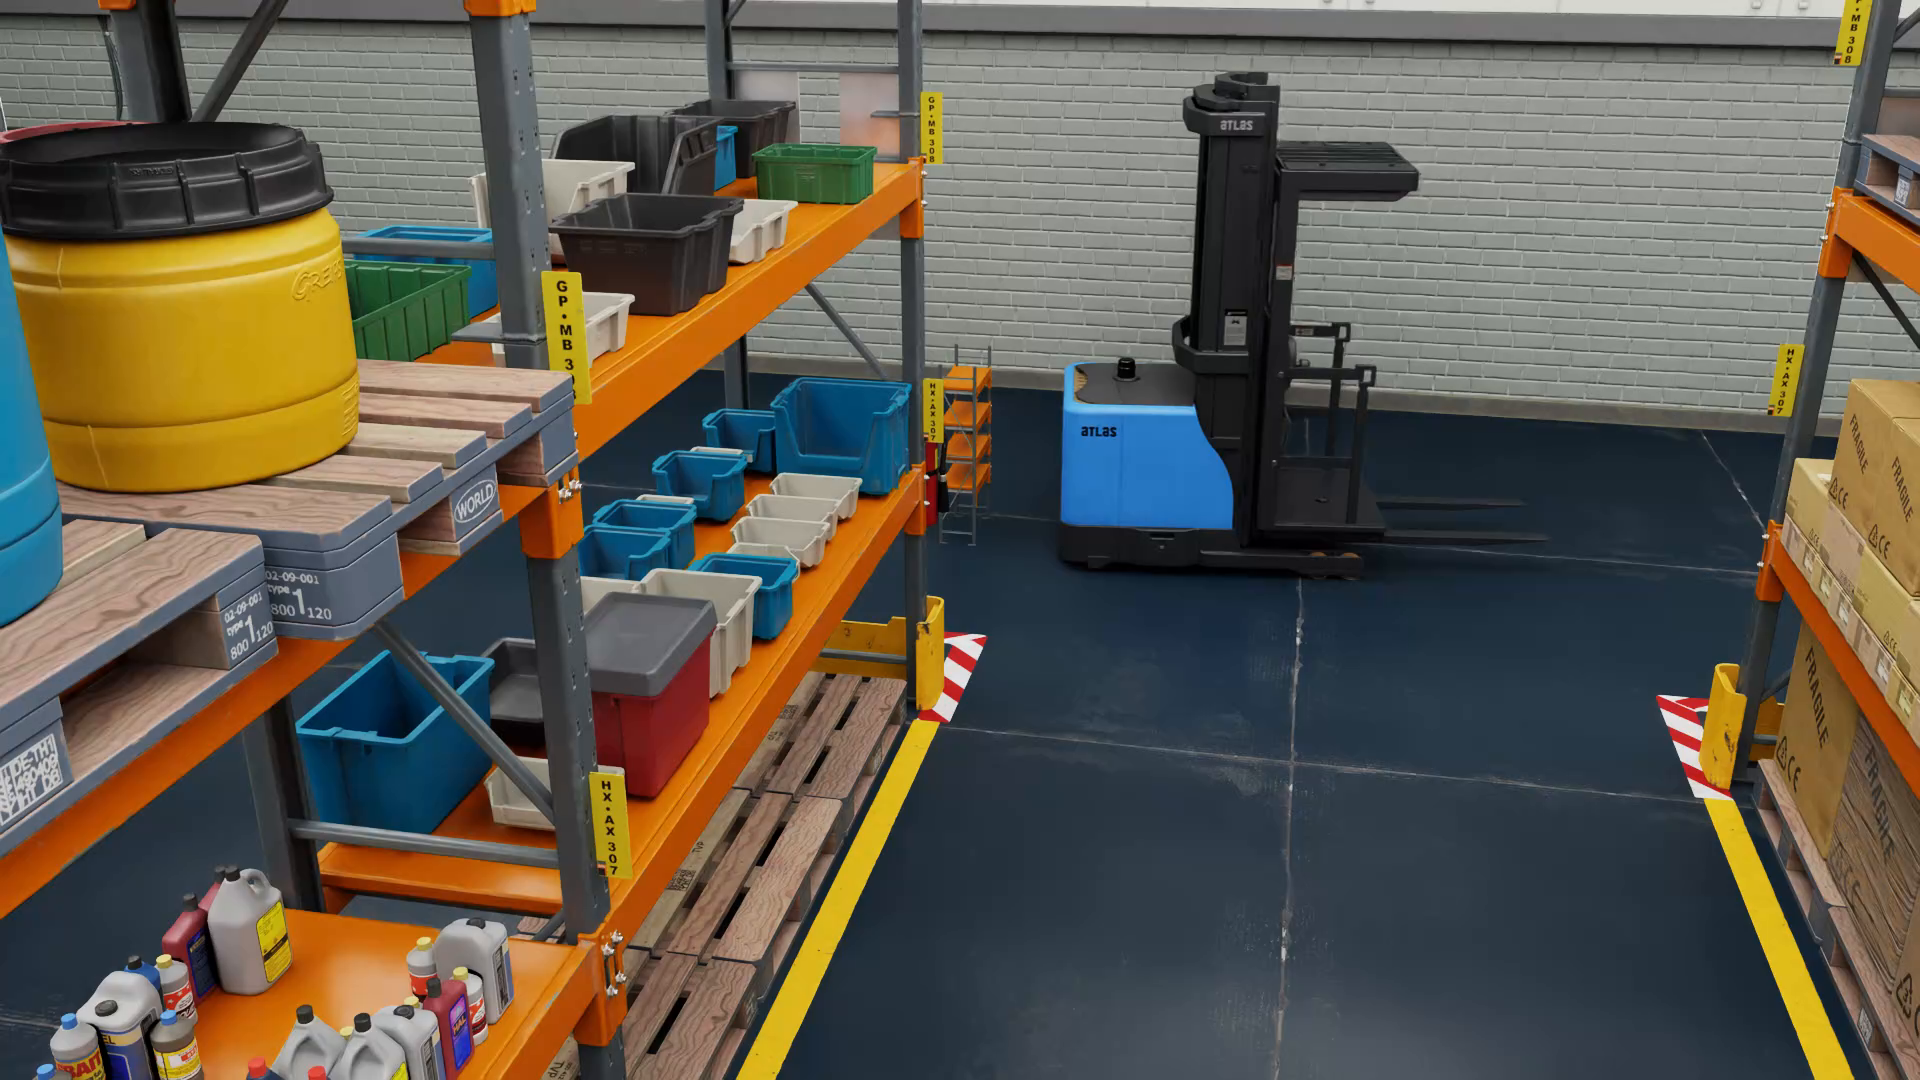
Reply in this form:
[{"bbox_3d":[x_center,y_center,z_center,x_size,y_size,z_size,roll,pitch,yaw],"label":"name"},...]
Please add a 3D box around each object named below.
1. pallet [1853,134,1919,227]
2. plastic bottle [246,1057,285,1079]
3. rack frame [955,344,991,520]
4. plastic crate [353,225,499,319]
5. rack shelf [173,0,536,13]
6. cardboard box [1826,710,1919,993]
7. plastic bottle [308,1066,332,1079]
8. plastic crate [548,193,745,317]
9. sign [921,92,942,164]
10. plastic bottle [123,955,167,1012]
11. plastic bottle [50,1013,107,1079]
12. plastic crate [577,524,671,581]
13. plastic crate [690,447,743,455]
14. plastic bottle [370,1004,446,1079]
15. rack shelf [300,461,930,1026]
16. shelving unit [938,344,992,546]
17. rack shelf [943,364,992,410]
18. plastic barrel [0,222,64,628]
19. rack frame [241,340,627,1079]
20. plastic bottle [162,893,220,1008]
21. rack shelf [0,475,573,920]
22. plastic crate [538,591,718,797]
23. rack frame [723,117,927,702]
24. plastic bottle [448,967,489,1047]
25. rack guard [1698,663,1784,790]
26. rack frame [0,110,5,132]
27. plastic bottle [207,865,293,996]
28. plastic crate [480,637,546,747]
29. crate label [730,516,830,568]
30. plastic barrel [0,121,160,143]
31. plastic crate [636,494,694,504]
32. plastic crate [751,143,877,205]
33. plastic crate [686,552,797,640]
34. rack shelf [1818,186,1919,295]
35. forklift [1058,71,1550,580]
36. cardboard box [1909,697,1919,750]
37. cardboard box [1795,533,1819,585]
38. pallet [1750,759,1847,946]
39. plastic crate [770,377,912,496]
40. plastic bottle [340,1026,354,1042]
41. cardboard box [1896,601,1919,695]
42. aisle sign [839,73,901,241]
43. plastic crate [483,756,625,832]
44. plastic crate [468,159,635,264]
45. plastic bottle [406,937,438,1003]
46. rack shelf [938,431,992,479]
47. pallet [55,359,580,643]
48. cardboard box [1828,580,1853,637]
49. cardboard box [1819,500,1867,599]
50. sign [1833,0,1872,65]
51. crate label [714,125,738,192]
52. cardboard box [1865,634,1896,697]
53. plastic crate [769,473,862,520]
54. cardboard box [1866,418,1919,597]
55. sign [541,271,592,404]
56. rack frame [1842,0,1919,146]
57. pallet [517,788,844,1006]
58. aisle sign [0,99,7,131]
[{"bbox_3d":[4.035,-1.298,6.164,1.003,0.211,1.213,4,22,11],"label":"pallet"},{"bbox_3d":[-1.535,1.306,3.661,0.144,0.351,0.185,4,22,11],"label":"plastic bottle"},{"bbox_3d":[0.084,-0.706,11.001,0.240,1.200,0.015,4,22,11],"label":"rack frame"},{"bbox_3d":[-1.616,-0.805,5.047,0.416,0.233,0.300,4,22,11],"label":"plastic crate"},{"bbox_3d":[-1.081,-2.129,5.593,1.077,0.370,4.000,4,22,11],"label":"rack shelf"},{"bbox_3d":[3.938,1.144,6.279,0.875,0.875,0.875,4,22,11],"label":"cardboard box"},{"bbox_3d":[-1.394,1.317,3.633,0.144,0.351,0.185,4,22,11],"label":"plastic bottle"},{"bbox_3d":[-0.967,-0.898,5.229,0.497,0.269,0.590,4,22,11],"label":"plastic crate"},{"bbox_3d":[-0.131,-1.904,7.691,0.100,0.325,0.005,4,22,11],"label":"sign"},{"bbox_3d":[-2.034,1.155,4.143,0.097,0.271,0.097,0,22,0],"label":"plastic bottle"},{"bbox_3d":[-2.082,1.240,3.932,0.097,0.271,0.097,0,22,0],"label":"plastic bottle"},{"bbox_3d":[-1.375,0.109,6.711,0.416,0.233,0.300,4,22,11],"label":"plastic crate"},{"bbox_3d":[-1.192,-0.326,7.921,0.250,0.136,0.298,4,22,11],"label":"plastic crate"},{"bbox_3d":[-1.328,1.226,3.961,0.152,0.276,0.135,4,22,11],"label":"plastic bottle"},{"bbox_3d":[-1.081,0.468,6.639,1.077,0.370,4.000,4,22,11],"label":"rack shelf"},{"bbox_3d":[0.034,-0.617,10.780,0.258,1.200,0.503,4,22,11],"label":"shelving unit"},{"bbox_3d":[0.034,-0.982,10.633,0.258,0.148,0.480,4,22,11],"label":"rack shelf"},{"bbox_3d":[-1.688,-0.317,2.377,0.600,0.901,0.708,4,22,11],"label":"plastic barrel"},{"bbox_3d":[-1.489,0.866,4.689,1.000,3.000,0.127,4,22,11],"label":"rack frame"},{"bbox_3d":[-2.009,1.070,4.337,0.061,0.283,0.133,4,22,11],"label":"plastic bottle"},{"bbox_3d":[-1.897,0.540,2.446,1.077,0.370,4.000,4,22,11],"label":"rack shelf"},{"bbox_3d":[-1.061,0.501,5.429,0.402,0.464,0.583,4,22,11],"label":"plastic crate"},{"bbox_3d":[-0.673,-0.597,8.321,1.000,3.000,0.127,4,22,11],"label":"rack frame"},{"bbox_3d":[-1.250,1.171,4.196,0.097,0.201,0.097,0,22,0],"label":"plastic bottle"},{"bbox_3d":[4.181,0.931,7.872,1.175,0.500,0.348,4,22,11],"label":"rack guard"},{"bbox_3d":[-5.521,-0.976,9.262,1.000,3.000,0.127,4,22,11],"label":"rack frame"},{"bbox_3d":[-1.886,1.007,4.403,0.144,0.351,0.185,4,22,11],"label":"plastic bottle"},{"bbox_3d":[-1.524,0.536,5.796,0.437,0.125,0.590,4,22,11],"label":"plastic crate"},{"bbox_3d":[-0.768,0.018,7.066,0.396,0.136,0.243,4,22,11],"label":"crate label"},{"bbox_3d":[-1.842,-0.610,3.594,0.433,0.535,0.433,0,22,0],"label":"plastic barrel"},{"bbox_3d":[-1.330,-0.078,7.306,0.250,0.136,0.298,4,22,11],"label":"plastic crate"},{"bbox_3d":[-0.595,-1.508,6.850,0.450,0.188,0.336,4,22,11],"label":"plastic crate"},{"bbox_3d":[-0.841,0.223,6.428,0.416,0.233,0.300,4,22,11],"label":"plastic crate"},{"bbox_3d":[3.768,-0.546,5.141,1.077,0.370,4.000,4,22,11],"label":"rack shelf"},{"bbox_3d":[2.153,-1.318,10.202,3.031,2.935,1.130,1,22,4],"label":"forklift"},{"bbox_3d":[3.416,0.660,5.535,0.380,0.149,0.250,5,22,12],"label":"cardboard box"},{"bbox_3d":[3.729,0.096,6.937,0.380,0.149,0.250,4,22,10],"label":"cardboard box"},{"bbox_3d":[4.089,1.372,7.164,1.003,0.211,1.213,4,22,11],"label":"pallet"},{"bbox_3d":[-0.558,-0.505,7.964,0.616,0.435,0.499,4,22,11],"label":"plastic crate"},{"bbox_3d":[-1.454,1.258,3.982,0.097,0.201,0.097,0,22,0],"label":"plastic bottle"},{"bbox_3d":[3.507,0.432,5.567,0.500,0.250,0.500,4,22,10],"label":"cardboard box"},{"bbox_3d":[-0.371,-1.807,7.845,0.394,0.787,0.004,4,22,11],"label":"aisle sign"},{"bbox_3d":[-1.254,0.801,5.122,0.396,0.136,0.243,4,22,11],"label":"plastic crate"},{"bbox_3d":[-1.427,-1.146,5.829,0.437,0.282,0.530,4,22,11],"label":"plastic crate"},{"bbox_3d":[-1.379,1.124,4.313,0.097,0.201,0.097,0,22,0],"label":"plastic bottle"},{"bbox_3d":[0.034,-0.555,10.805,0.258,0.148,0.480,4,22,11],"label":"rack shelf"},{"bbox_3d":[-1.553,-0.144,3.433,1.213,0.211,1.003,4,22,11],"label":"pallet"},{"bbox_3d":[3.625,0.285,6.468,0.380,0.149,0.250,4,22,10],"label":"cardboard box"},{"bbox_3d":[3.714,0.058,6.498,0.500,0.250,0.500,4,22,10],"label":"cardboard box"},{"bbox_3d":[3.634,-2.098,6.755,0.100,0.325,0.005,4,22,11],"label":"sign"},{"bbox_3d":[-1.177,-1.607,7.012,0.408,0.251,0.502,4,22,11],"label":"crate label"},{"bbox_3d":[3.520,0.472,6.002,0.380,0.149,0.250,4,22,10],"label":"cardboard box"},{"bbox_3d":[-0.662,-0.191,7.584,0.396,0.136,0.243,4,22,11],"label":"plastic crate"},{"bbox_3d":[3.612,-0.108,5.905,0.500,0.500,0.500,4,22,9],"label":"cardboard box"},{"bbox_3d":[-0.951,-0.487,4.021,0.100,0.325,0.005,4,22,11],"label":"sign"},{"bbox_3d":[4.176,-3.002,6.263,1.000,3.000,0.127,4,22,11],"label":"rack frame"},{"bbox_3d":[-1.130,1.440,6.996,1.003,0.211,1.213,4,22,11],"label":"pallet"},{"bbox_3d":[-5.207,-2.184,8.780,0.394,0.787,0.004,4,22,11],"label":"aisle sign"}]
